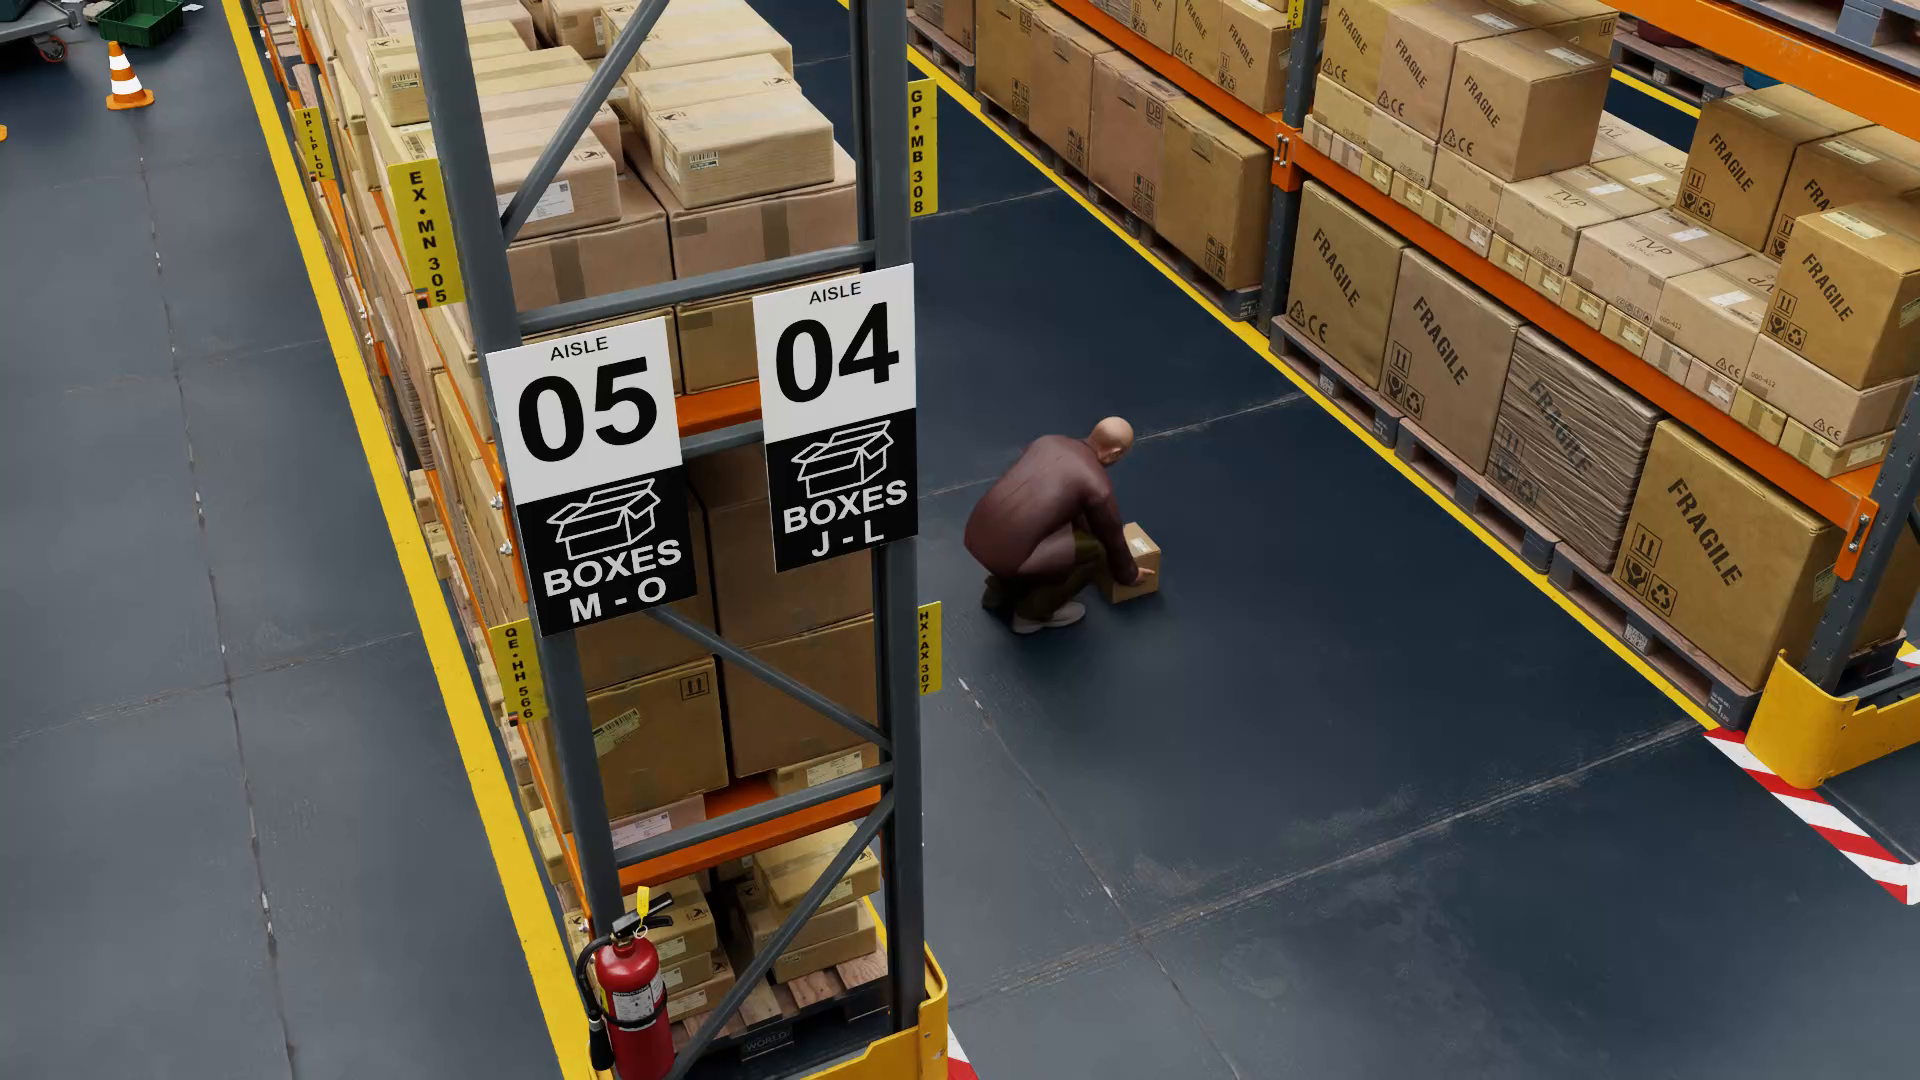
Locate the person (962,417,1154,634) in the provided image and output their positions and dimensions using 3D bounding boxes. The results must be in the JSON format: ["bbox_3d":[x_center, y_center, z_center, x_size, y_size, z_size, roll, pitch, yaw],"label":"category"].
[{"bbox_3d":[0.439,-0.073,7.688,0.908,0.918,0.603,-16,40,-20],"label":"person"}]
